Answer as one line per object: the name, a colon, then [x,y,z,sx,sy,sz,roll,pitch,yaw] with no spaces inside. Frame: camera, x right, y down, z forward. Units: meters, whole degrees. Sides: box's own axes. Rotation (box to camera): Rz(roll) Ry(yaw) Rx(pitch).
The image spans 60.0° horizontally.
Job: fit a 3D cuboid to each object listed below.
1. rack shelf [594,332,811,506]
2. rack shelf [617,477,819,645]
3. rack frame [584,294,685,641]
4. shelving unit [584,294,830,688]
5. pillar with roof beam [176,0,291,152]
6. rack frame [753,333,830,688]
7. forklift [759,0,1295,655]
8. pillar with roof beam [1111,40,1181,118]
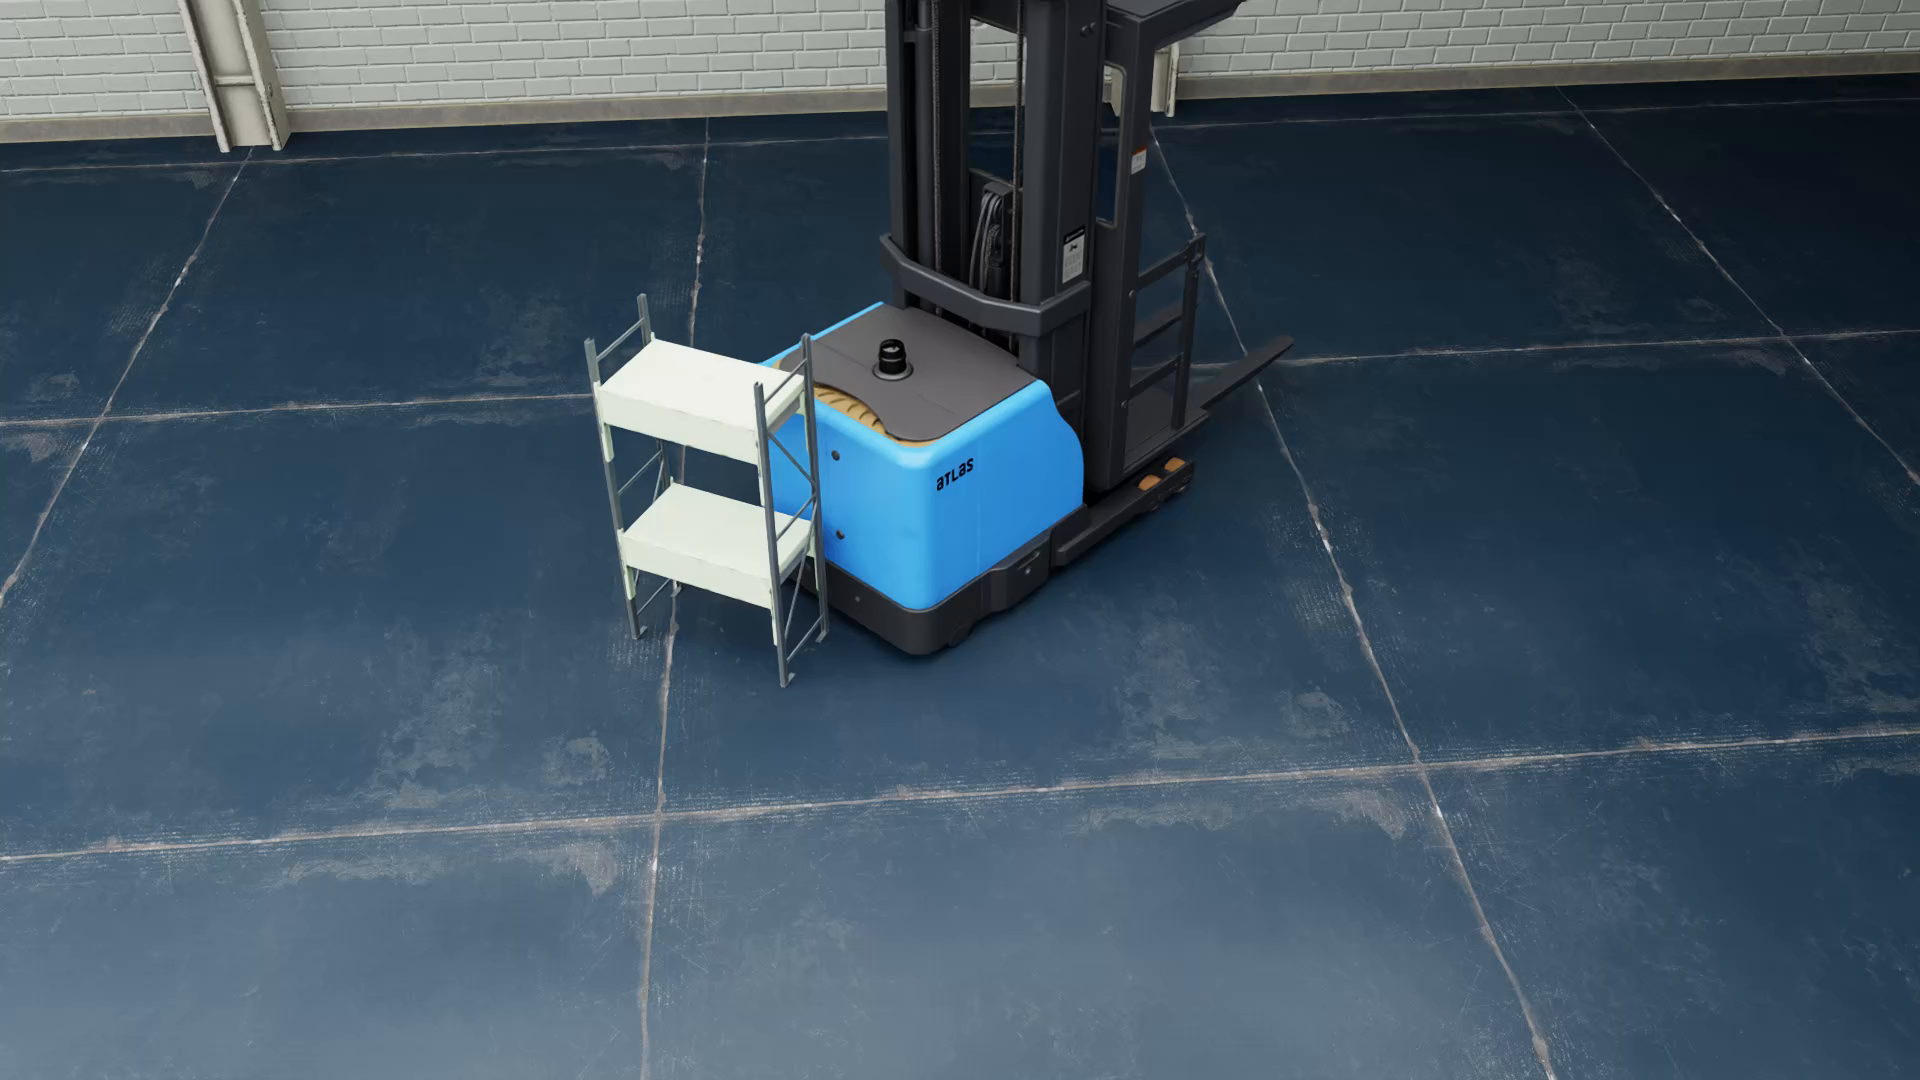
rack shelf: [-0.994,-0.482,6.521,0.720,0.370,0.431,16,41,19]
rack shelf: [-0.994,0.080,6.964,0.720,0.370,0.431,16,41,19]
rack frame: [-1.328,-0.269,6.880,0.023,1.500,0.400,16,41,19]
shelving unit: [-0.994,-0.176,6.762,0.755,1.500,0.431,16,41,19]
pillar with roof beam: [-4.328,-3.548,4.982,0.400,9.000,9.100,-3,38,-4]
rack frame: [-0.660,-0.083,6.645,0.023,1.500,0.400,16,41,19]
forklift: [0.484,-1.488,7.269,1.130,2.935,3.031,30,47,32]
pillar with roof beam: [1.648,-3.877,5.399,0.400,9.000,9.100,-3,38,-4]
